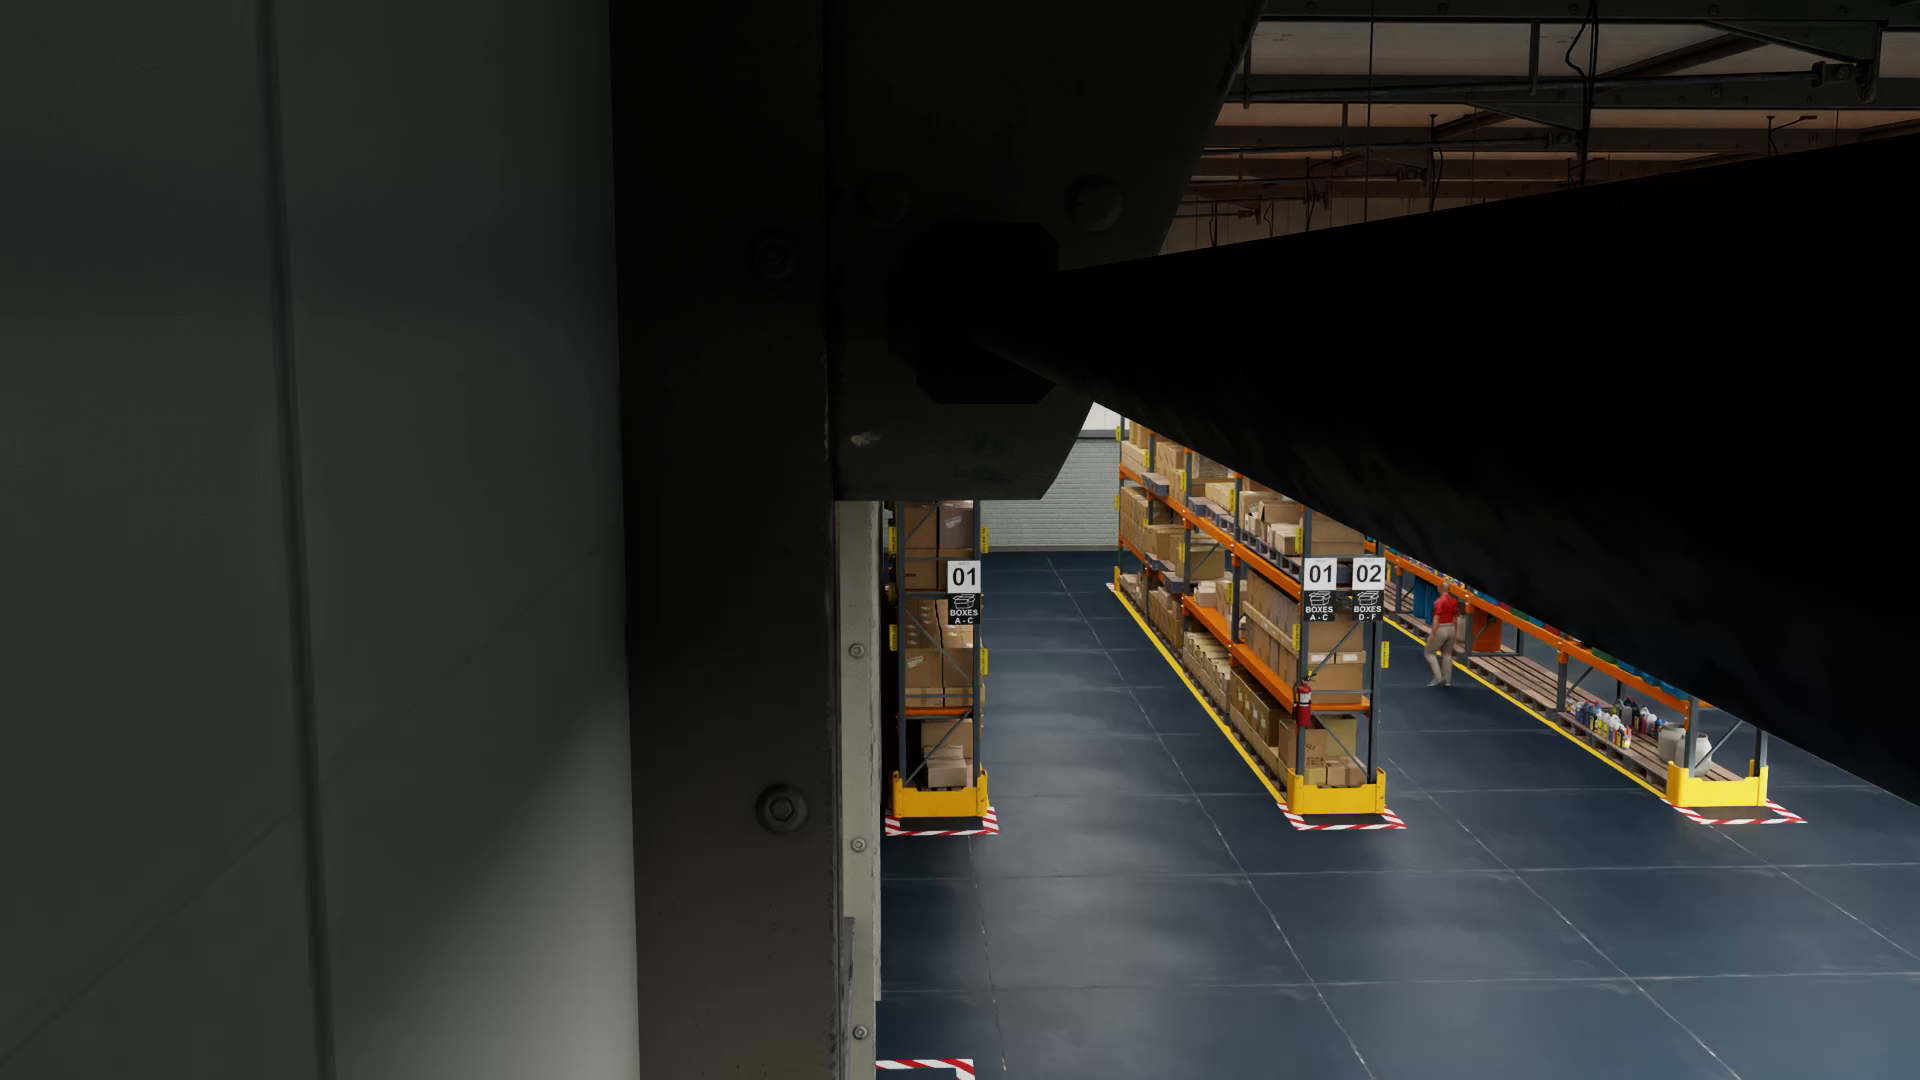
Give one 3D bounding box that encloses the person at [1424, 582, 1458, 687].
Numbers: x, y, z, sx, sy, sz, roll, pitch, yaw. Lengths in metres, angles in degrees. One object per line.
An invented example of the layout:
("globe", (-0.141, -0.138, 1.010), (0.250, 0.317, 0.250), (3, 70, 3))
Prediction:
("person", (7.949, 1.567, 27.391), (0.574, 1.774, 0.401), (-5, 9, -30))
